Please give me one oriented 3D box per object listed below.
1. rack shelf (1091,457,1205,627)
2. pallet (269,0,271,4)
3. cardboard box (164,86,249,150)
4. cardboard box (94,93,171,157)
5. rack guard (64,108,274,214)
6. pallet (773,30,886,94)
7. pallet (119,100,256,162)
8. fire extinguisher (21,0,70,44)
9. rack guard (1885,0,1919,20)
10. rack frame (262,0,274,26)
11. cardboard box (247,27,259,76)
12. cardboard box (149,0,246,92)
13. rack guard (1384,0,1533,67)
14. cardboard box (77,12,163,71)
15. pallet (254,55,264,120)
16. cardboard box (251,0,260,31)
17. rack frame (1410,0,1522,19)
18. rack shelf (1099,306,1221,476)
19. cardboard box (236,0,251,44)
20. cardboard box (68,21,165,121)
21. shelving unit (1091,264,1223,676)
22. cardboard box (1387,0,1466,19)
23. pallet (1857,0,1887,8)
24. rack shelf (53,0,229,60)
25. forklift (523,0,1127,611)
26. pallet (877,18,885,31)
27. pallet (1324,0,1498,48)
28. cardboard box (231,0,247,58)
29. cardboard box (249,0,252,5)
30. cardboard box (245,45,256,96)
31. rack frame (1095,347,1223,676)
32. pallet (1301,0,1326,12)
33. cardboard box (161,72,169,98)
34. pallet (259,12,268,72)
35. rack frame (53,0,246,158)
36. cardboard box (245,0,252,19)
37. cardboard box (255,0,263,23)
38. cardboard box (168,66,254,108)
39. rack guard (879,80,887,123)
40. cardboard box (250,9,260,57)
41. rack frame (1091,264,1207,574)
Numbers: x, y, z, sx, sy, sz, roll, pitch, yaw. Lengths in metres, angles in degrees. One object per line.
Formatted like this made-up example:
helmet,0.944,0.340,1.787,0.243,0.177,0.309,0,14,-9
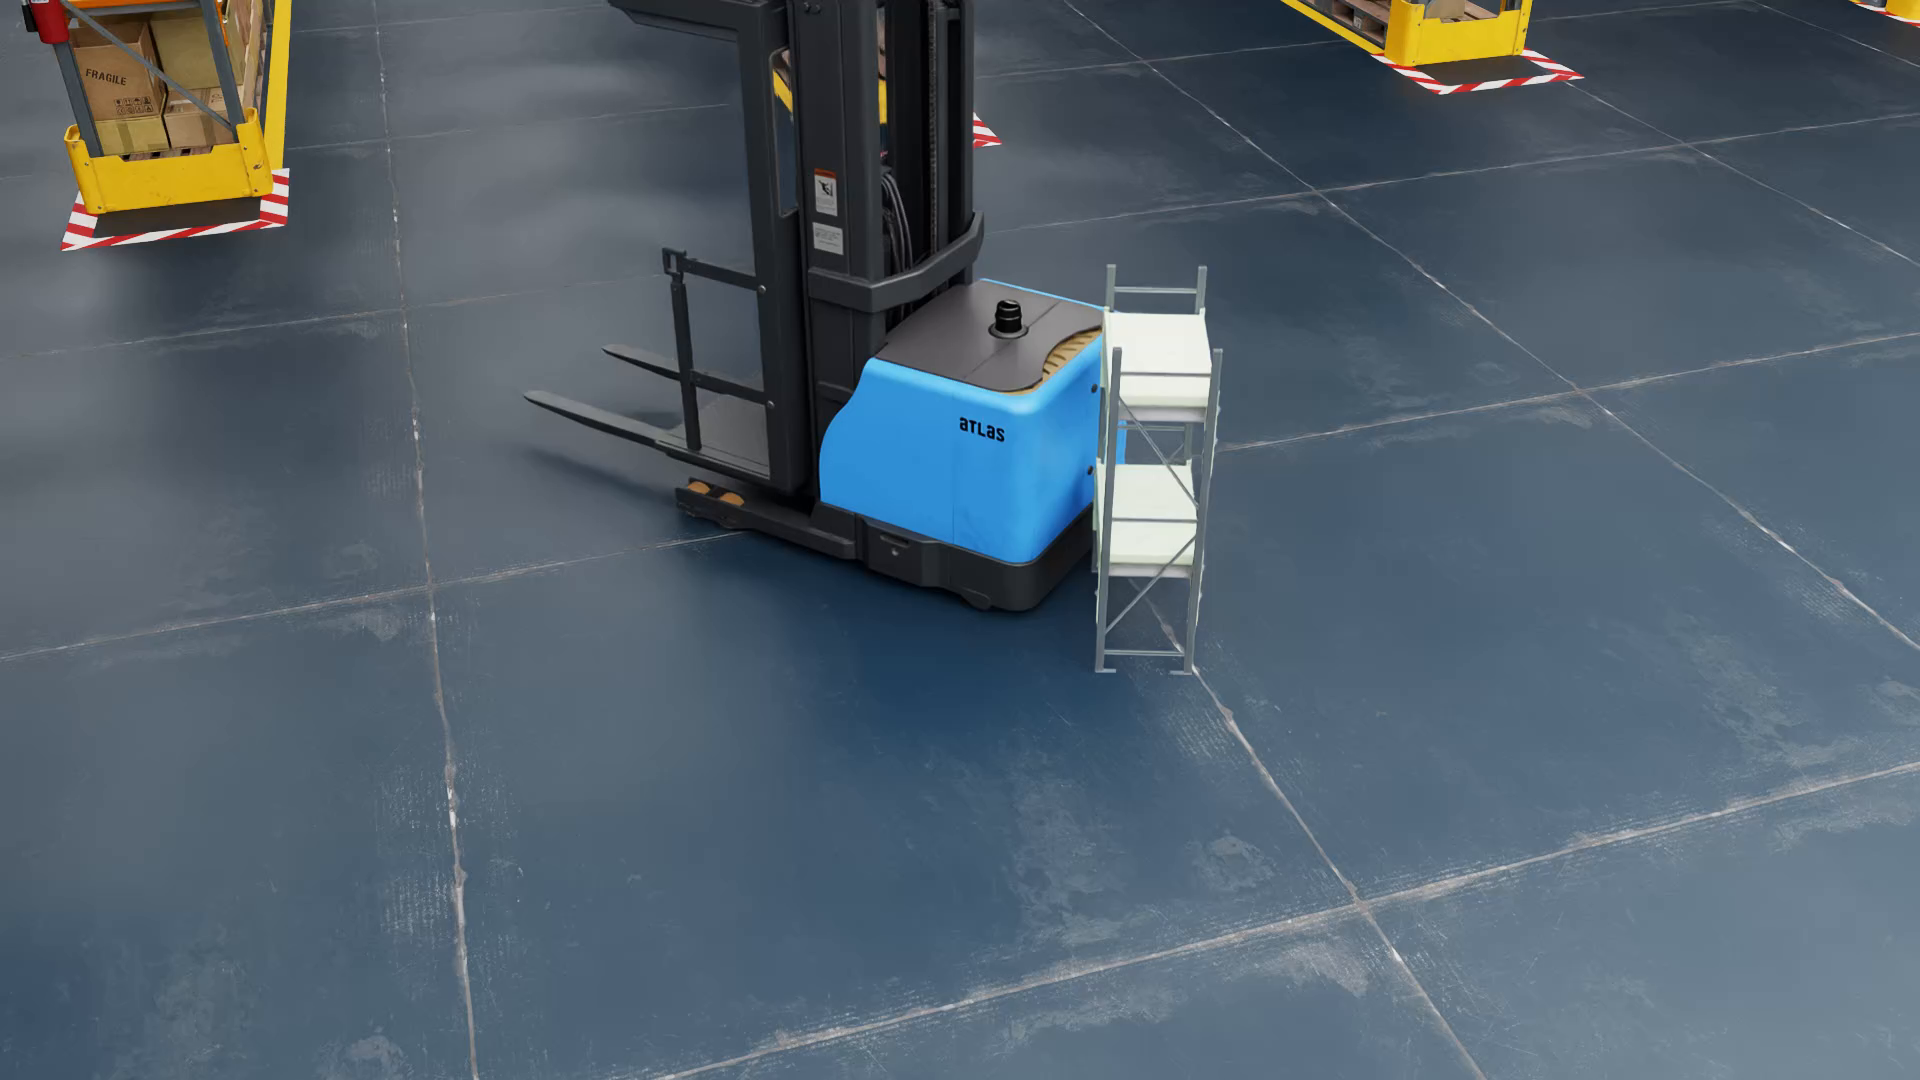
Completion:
rack shelf,0.777,-0.003,6.985,0.431,0.370,0.720,1,33,2
pallet,-6.773,-4.920,15.005,1.003,0.211,1.213,-10,35,-15
cardboard box,-5.242,-2.950,11.607,0.500,0.250,0.500,-10,35,-15
cardboard box,-5.736,-2.863,11.475,0.500,0.250,0.500,-10,35,-15
rack guard,-5.283,-2.548,11.152,1.175,0.500,0.348,-10,35,-15
pallet,-0.883,-3.730,13.204,1.003,0.211,1.213,-10,35,-15
pallet,-5.564,-2.834,11.848,1.003,0.211,1.213,-10,35,-15
fire extinguisher,-5.697,-3.431,10.291,0.296,0.674,0.183,-10,35,-15
rack guard,8.906,-4.993,14.852,1.175,0.500,0.348,-10,35,-15
rack frame,-6.511,-5.703,13.660,1.000,3.000,0.127,-10,35,-15
cardboard box,-5.698,-3.738,12.799,0.500,0.250,0.500,-10,35,-15
cardboard box,-5.397,-3.525,11.797,0.500,0.500,0.500,-10,35,-15
rack guard,4.121,-4.264,13.750,1.175,0.500,0.348,-10,35,-15
cardboard box,-6.057,-3.698,12.059,0.500,0.500,0.500,-10,35,-15
pallet,-5.932,-3.474,12.816,1.003,0.211,1.213,-10,35,-15
cardboard box,-6.018,-4.261,13.590,0.500,0.250,0.500,-10,35,-15
rack frame,4.145,-5.267,13.000,1.000,3.000,0.127,-10,35,-15
rack shelf,0.777,-0.600,6.590,0.431,0.370,0.720,1,33,2
cardboard box,-5.697,-4.051,12.593,0.500,0.500,0.500,-10,35,-15
cardboard box,-5.738,-3.176,11.268,0.500,0.500,0.500,-10,35,-15
shelving unit,0.777,-0.275,6.805,0.431,1.500,0.755,1,33,2
cardboard box,3.970,-4.730,14.074,0.500,0.500,0.500,-4,34,-6
pallet,8.581,-5.292,15.567,1.003,0.211,1.213,-10,35,-15
rack shelf,-5.901,-4.353,12.270,1.077,0.370,4.000,-10,35,-15
forklift,-0.755,-1.508,7.373,3.031,2.935,1.130,18,37,25
pallet,-1.251,-4.370,14.172,1.003,0.211,1.213,-10,35,-15
pallet,3.907,-4.576,14.484,1.003,0.211,1.213,-10,35,-15
cardboard box,-5.562,-3.786,12.191,0.500,0.500,0.500,-10,35,-15
cardboard box,-6.020,-4.573,13.383,0.500,0.500,0.500,-10,35,-15
cardboard box,-5.551,-3.475,12.401,0.500,0.250,0.500,-10,35,-15
rack frame,0.760,-0.073,6.500,0.400,1.500,0.023,1,33,2
pallet,3.539,-5.216,15.452,1.003,0.211,1.213,-10,35,-15
cardboard box,-5.900,-3.124,11.870,0.500,0.250,0.500,-10,35,-15
pallet,-6.308,-4.116,13.787,1.003,0.211,1.213,-10,35,-15
rack frame,-5.291,-3.603,10.482,1.000,3.000,0.127,-10,35,-15
cardboard box,-5.864,-4.311,12.987,0.500,0.500,0.500,-10,35,-15
cardboard box,-6.161,-4.525,13.990,0.500,0.250,0.500,-10,35,-15
cardboard box,-5.398,-3.212,12.004,0.500,0.250,0.500,-10,35,-15
rack guard,-0.640,-3.423,12.477,1.175,0.500,0.348,-10,35,-15
cardboard box,-5.852,-4.001,13.197,0.500,0.250,0.500,-10,35,-15
rack frame,0.793,-0.476,7.110,0.400,1.500,0.023,1,33,2
